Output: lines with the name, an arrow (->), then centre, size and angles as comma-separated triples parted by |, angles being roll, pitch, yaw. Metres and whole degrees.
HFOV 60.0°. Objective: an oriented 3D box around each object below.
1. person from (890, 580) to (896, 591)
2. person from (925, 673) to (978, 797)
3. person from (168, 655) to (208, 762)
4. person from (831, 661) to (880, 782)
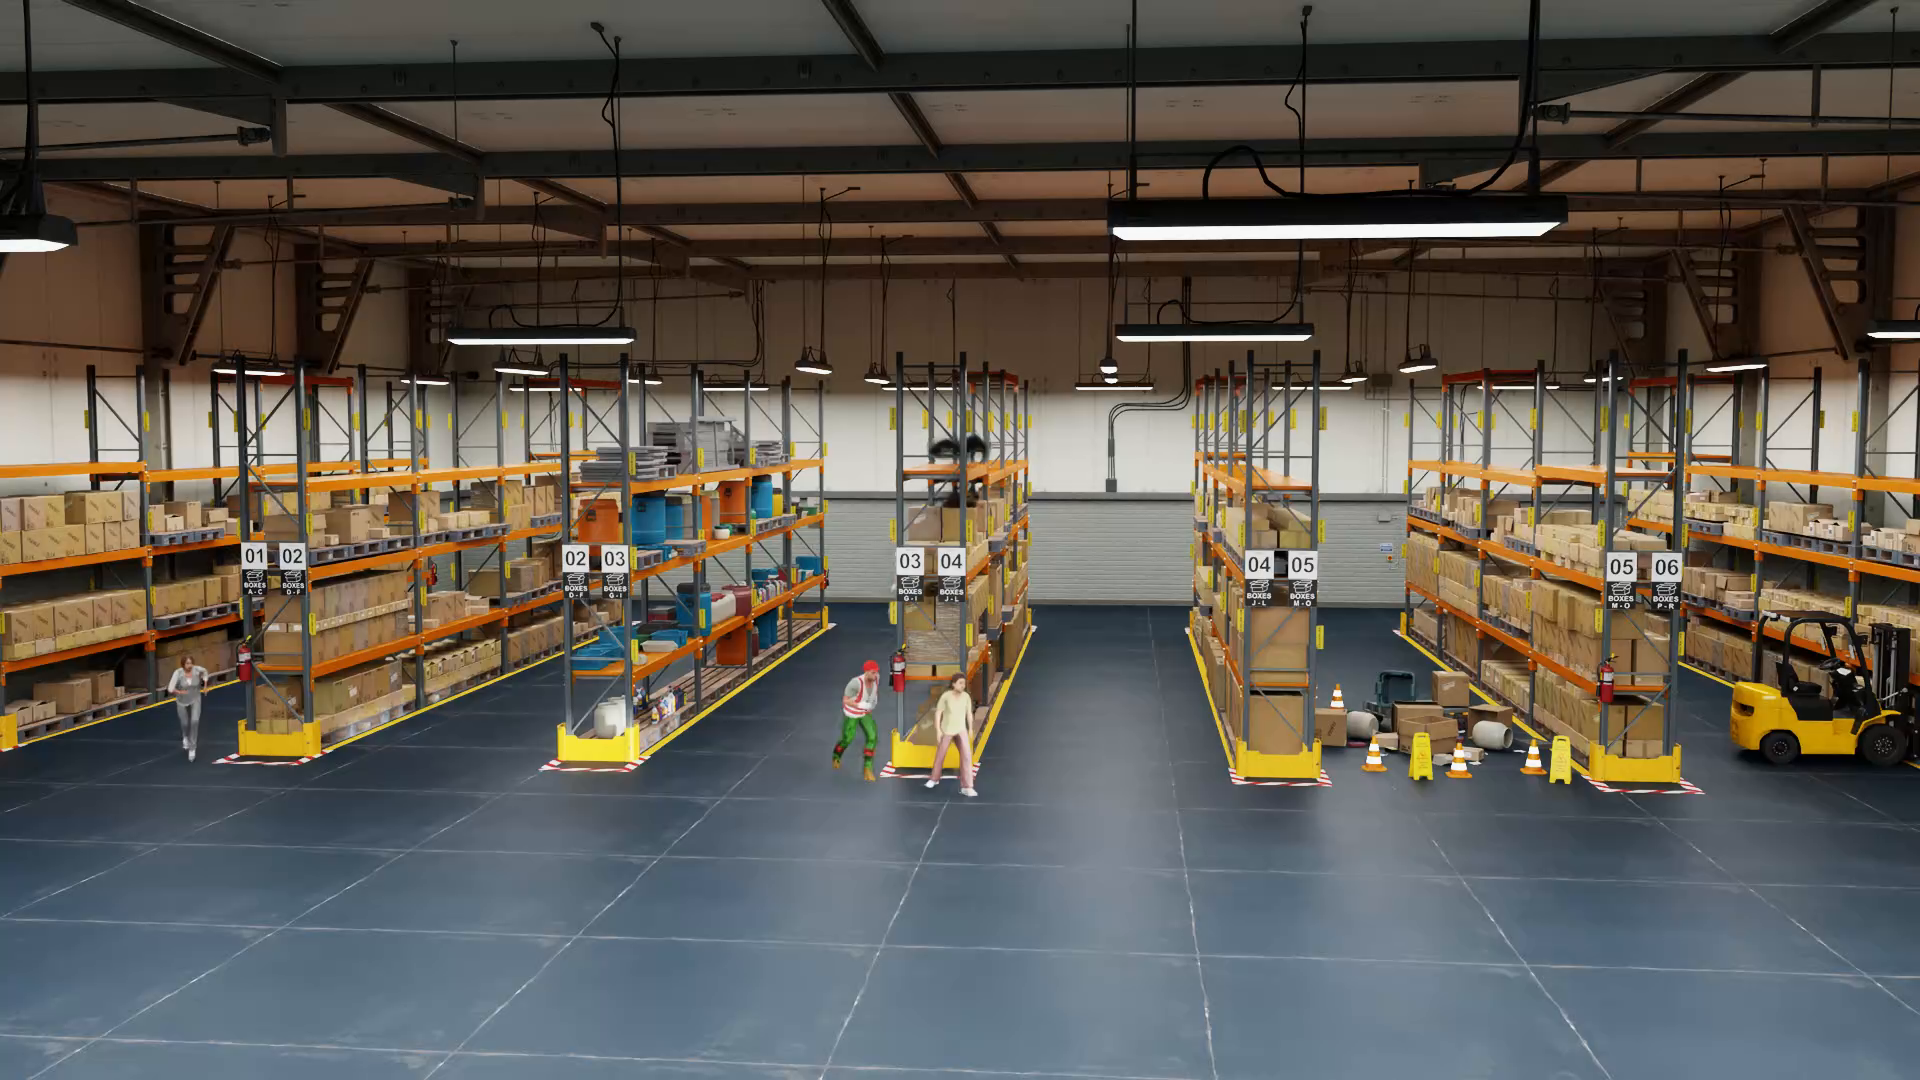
person -> -1.254, 1.196, 41.256 | 0.766, 1.729, 0.694 | 1, 4, 19
person -> -0.097, 2.595, 22.447 | 0.616, 1.625, 0.881 | -1, 4, -20
person -> -11.540, 2.470, 24.883 | 0.565, 1.578, 0.908 | -2, 5, -28
person -> -1.458, 2.520, 23.447 | 0.706, 1.725, 1.041 | -4, 5, -42
